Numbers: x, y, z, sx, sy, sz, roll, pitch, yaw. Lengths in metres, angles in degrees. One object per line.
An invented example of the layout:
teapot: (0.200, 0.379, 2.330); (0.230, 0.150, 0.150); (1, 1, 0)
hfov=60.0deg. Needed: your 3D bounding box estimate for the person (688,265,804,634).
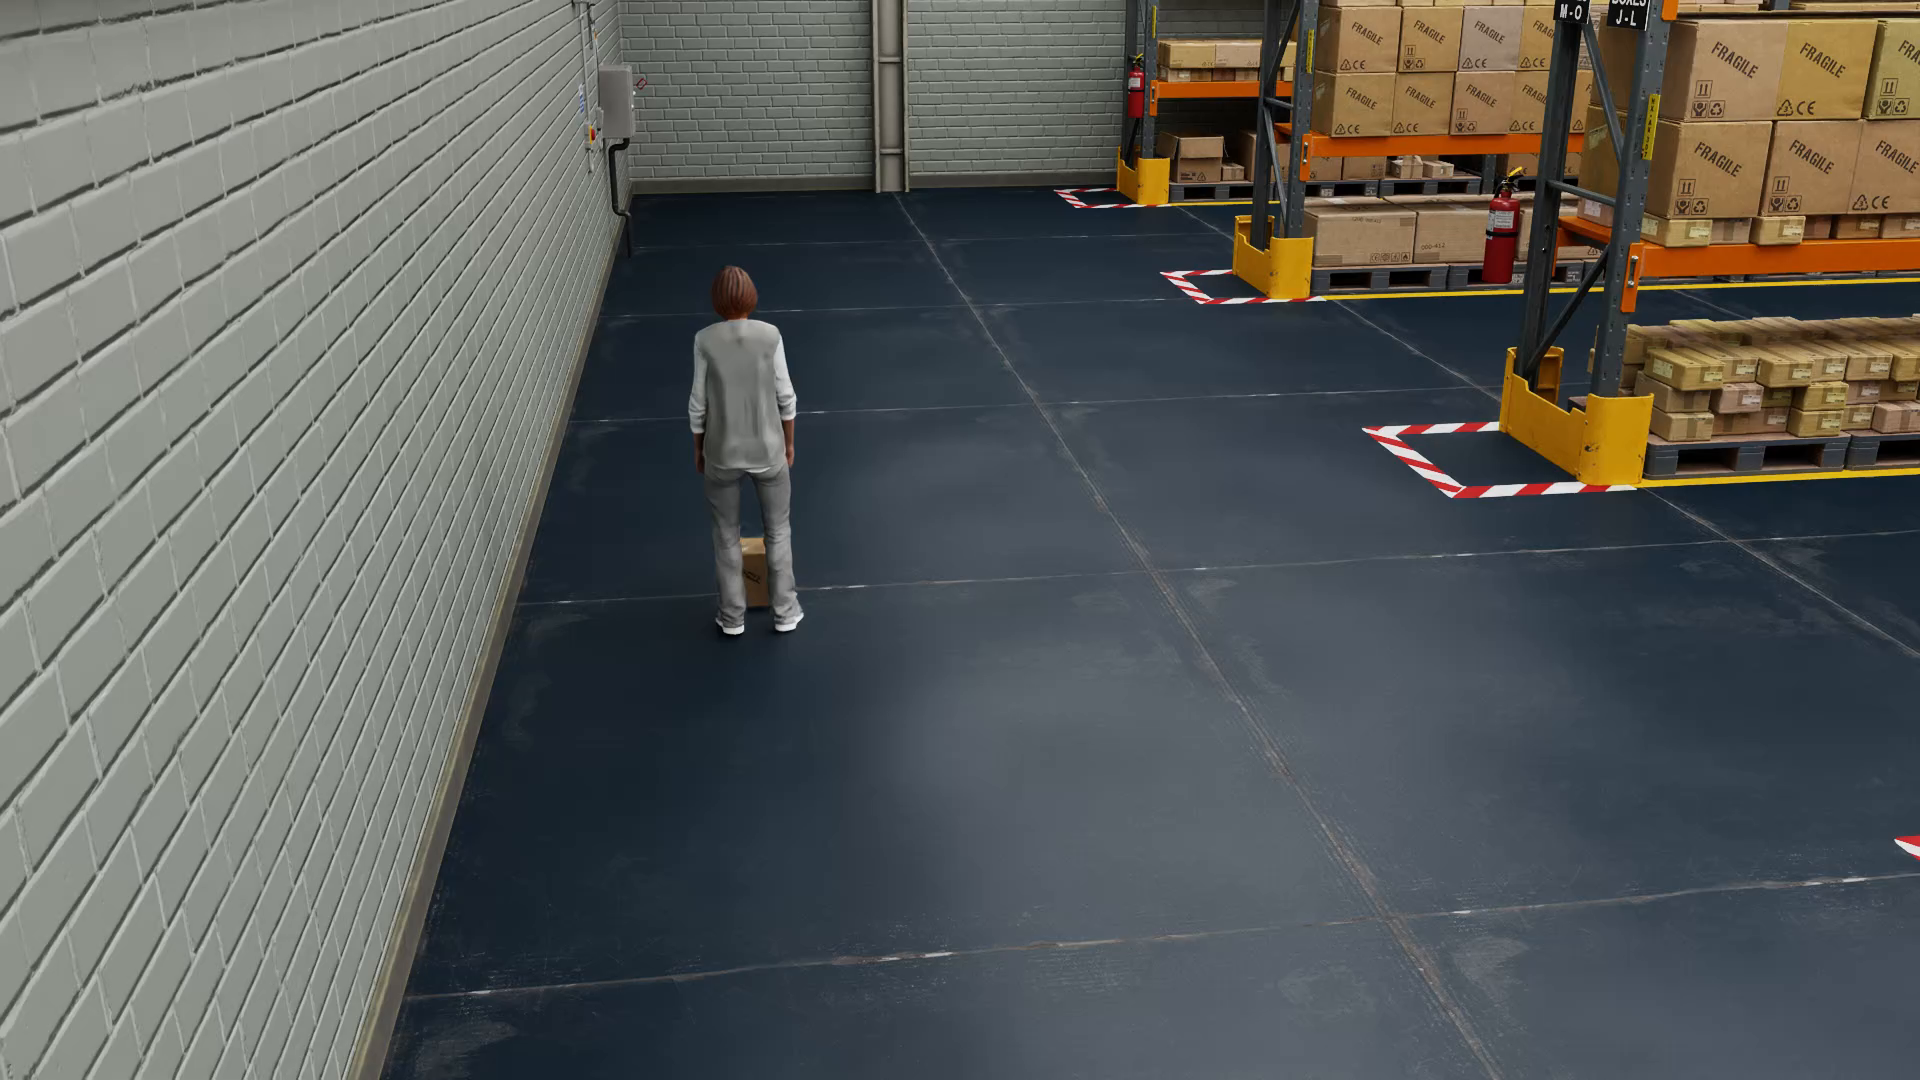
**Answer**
person: (-0.912, -0.359, 7.058); (0.459, 1.594, 0.345); (-4, 21, -9)
